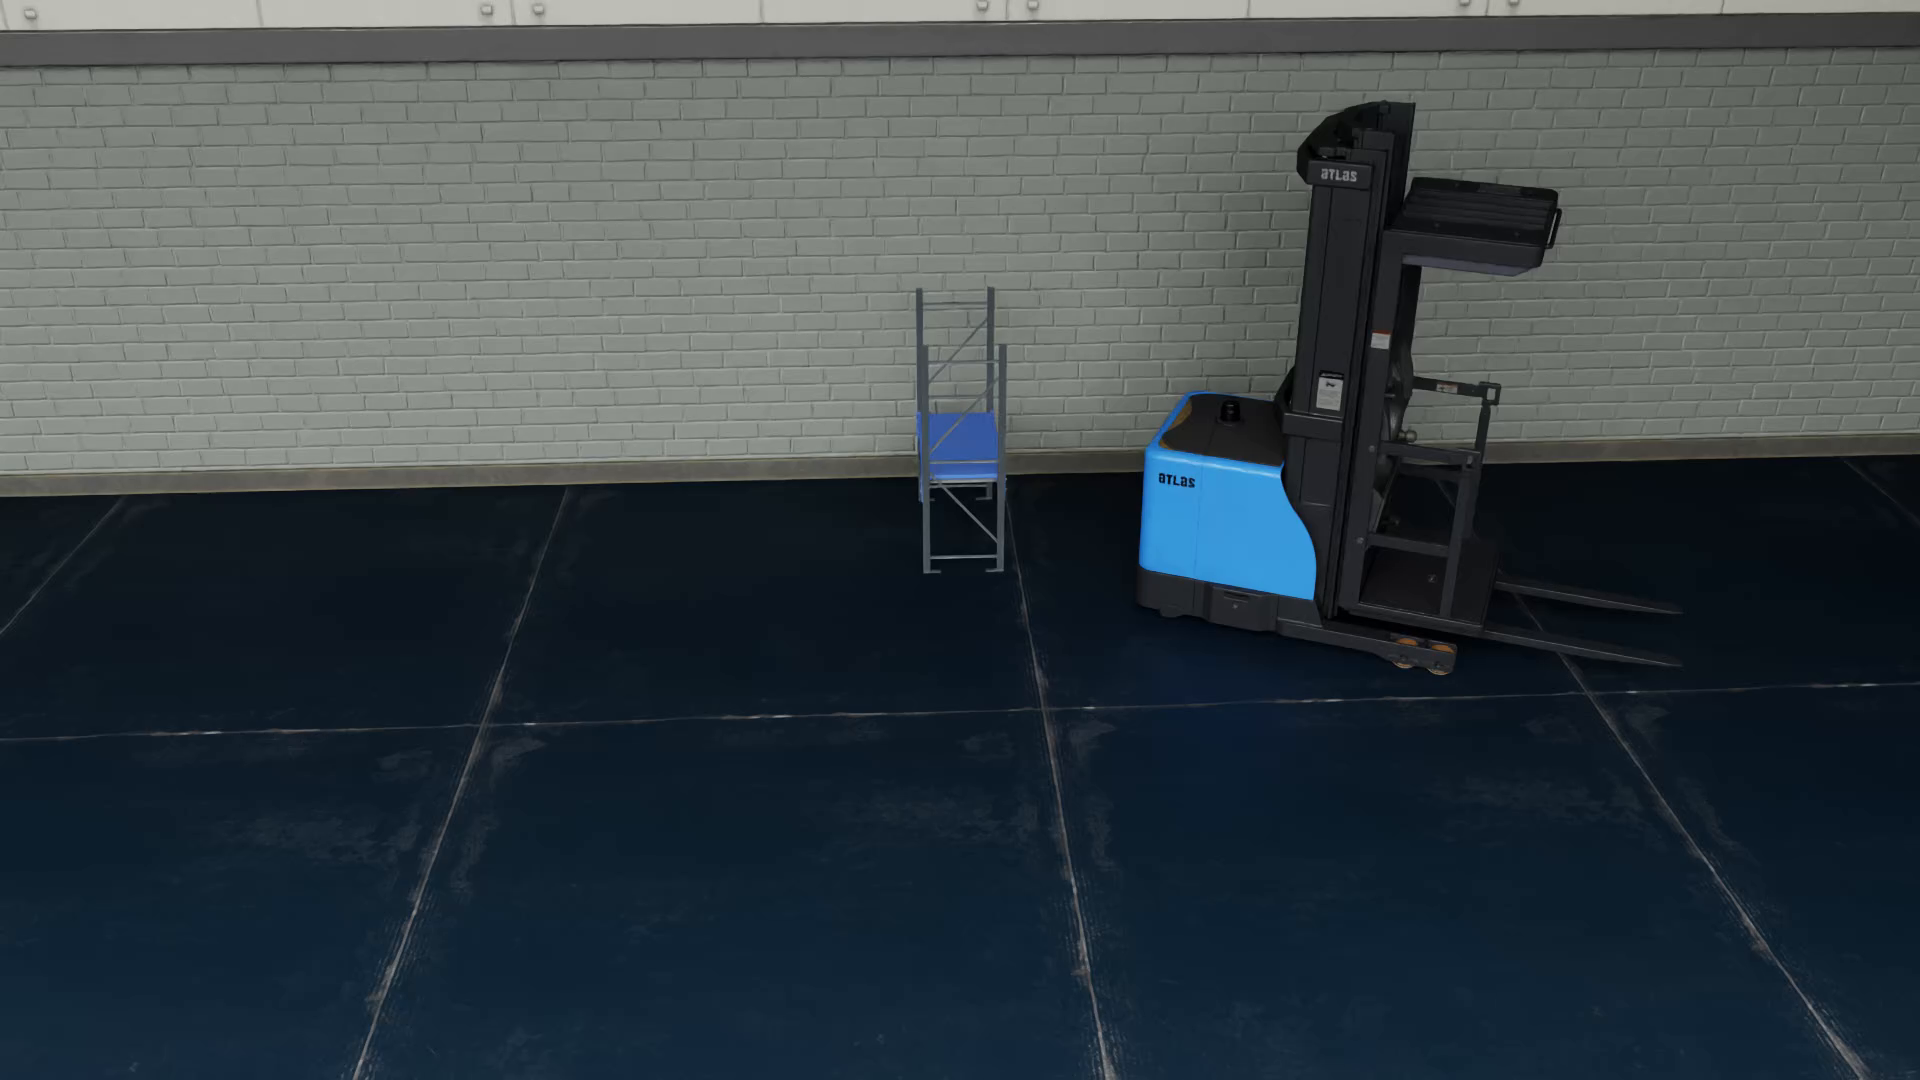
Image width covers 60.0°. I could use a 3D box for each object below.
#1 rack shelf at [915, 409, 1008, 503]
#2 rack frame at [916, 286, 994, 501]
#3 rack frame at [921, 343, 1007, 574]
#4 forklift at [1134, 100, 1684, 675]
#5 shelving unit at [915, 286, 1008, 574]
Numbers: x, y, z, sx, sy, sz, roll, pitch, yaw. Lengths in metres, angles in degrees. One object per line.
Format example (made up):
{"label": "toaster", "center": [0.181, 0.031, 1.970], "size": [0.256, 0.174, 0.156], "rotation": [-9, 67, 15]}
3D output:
{"label": "rack shelf", "center": [-0.004, -0.545, 10.562], "size": [0.538, 0.185, 1.000], "rotation": [-1, 28, -3]}
{"label": "rack frame", "center": [-0.031, -0.939, 10.929], "size": [0.500, 1.500, 0.032], "rotation": [-1, 28, -3]}
{"label": "rack frame", "center": [0.022, -0.470, 10.029], "size": [0.500, 1.500, 0.032], "rotation": [-1, 28, -3]}
{"label": "forklift", "center": [2.610, -0.823, 9.159], "size": [3.031, 2.935, 1.130], "rotation": [10, 29, 19]}
{"label": "shelving unit", "center": [-0.004, -0.704, 10.479], "size": [0.538, 1.500, 1.048], "rotation": [-1, 28, -3]}
